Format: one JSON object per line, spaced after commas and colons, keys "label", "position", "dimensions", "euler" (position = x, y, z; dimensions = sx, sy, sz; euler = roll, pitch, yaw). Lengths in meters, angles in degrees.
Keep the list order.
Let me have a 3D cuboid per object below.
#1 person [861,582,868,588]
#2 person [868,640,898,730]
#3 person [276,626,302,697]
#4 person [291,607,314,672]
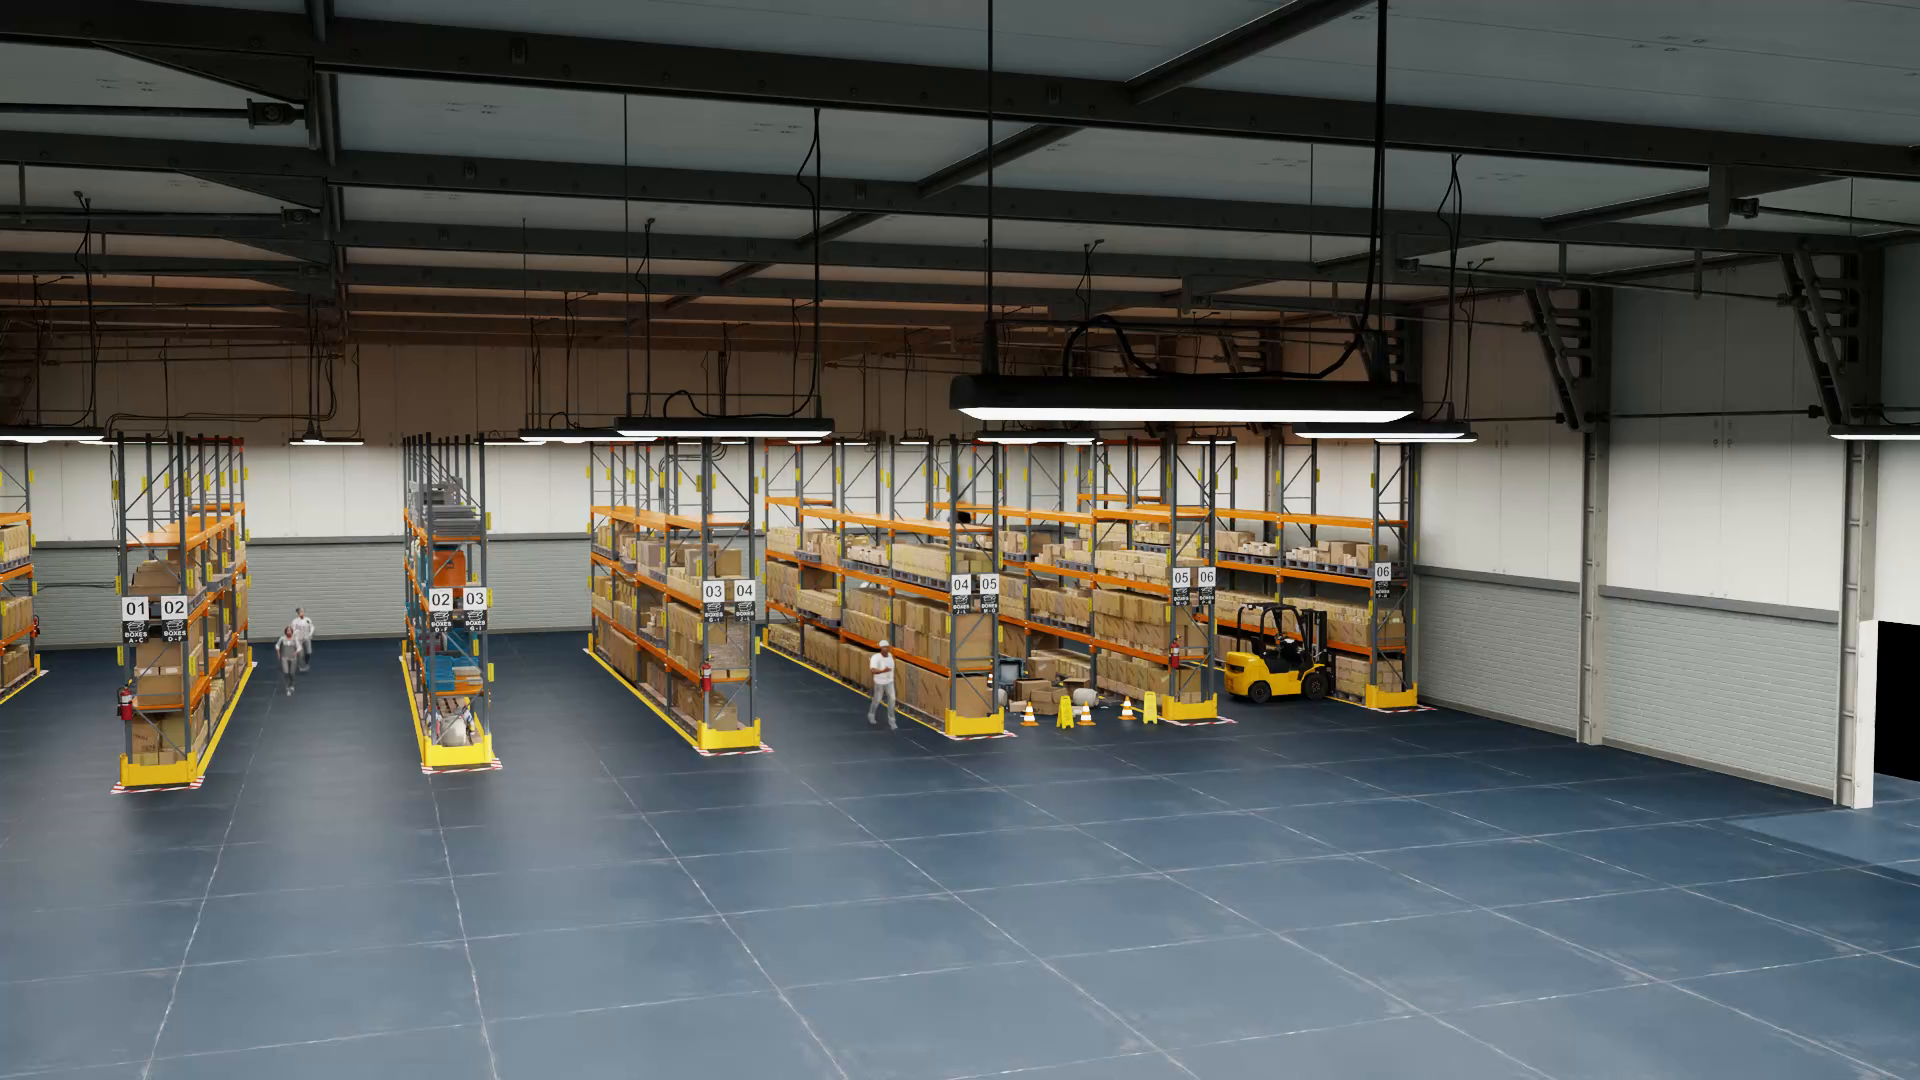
{"label": "person", "position": [-2.659, 2.111, 50.683], "dimensions": [0.978, 1.685, 0.694], "euler": [-2, 4, -38]}
{"label": "person", "position": [-1.582, 2.934, 34.022], "dimensions": [0.681, 1.802, 0.897], "euler": [-2, 4, -35]}
{"label": "person", "position": [-15.537, 2.803, 38.511], "dimensions": [0.542, 1.640, 0.732], "euler": [-2, 4, -25]}
{"label": "person", "position": [-16.699, 2.538, 42.314], "dimensions": [0.597, 1.679, 0.597], "euler": [-2, 4, -33]}
